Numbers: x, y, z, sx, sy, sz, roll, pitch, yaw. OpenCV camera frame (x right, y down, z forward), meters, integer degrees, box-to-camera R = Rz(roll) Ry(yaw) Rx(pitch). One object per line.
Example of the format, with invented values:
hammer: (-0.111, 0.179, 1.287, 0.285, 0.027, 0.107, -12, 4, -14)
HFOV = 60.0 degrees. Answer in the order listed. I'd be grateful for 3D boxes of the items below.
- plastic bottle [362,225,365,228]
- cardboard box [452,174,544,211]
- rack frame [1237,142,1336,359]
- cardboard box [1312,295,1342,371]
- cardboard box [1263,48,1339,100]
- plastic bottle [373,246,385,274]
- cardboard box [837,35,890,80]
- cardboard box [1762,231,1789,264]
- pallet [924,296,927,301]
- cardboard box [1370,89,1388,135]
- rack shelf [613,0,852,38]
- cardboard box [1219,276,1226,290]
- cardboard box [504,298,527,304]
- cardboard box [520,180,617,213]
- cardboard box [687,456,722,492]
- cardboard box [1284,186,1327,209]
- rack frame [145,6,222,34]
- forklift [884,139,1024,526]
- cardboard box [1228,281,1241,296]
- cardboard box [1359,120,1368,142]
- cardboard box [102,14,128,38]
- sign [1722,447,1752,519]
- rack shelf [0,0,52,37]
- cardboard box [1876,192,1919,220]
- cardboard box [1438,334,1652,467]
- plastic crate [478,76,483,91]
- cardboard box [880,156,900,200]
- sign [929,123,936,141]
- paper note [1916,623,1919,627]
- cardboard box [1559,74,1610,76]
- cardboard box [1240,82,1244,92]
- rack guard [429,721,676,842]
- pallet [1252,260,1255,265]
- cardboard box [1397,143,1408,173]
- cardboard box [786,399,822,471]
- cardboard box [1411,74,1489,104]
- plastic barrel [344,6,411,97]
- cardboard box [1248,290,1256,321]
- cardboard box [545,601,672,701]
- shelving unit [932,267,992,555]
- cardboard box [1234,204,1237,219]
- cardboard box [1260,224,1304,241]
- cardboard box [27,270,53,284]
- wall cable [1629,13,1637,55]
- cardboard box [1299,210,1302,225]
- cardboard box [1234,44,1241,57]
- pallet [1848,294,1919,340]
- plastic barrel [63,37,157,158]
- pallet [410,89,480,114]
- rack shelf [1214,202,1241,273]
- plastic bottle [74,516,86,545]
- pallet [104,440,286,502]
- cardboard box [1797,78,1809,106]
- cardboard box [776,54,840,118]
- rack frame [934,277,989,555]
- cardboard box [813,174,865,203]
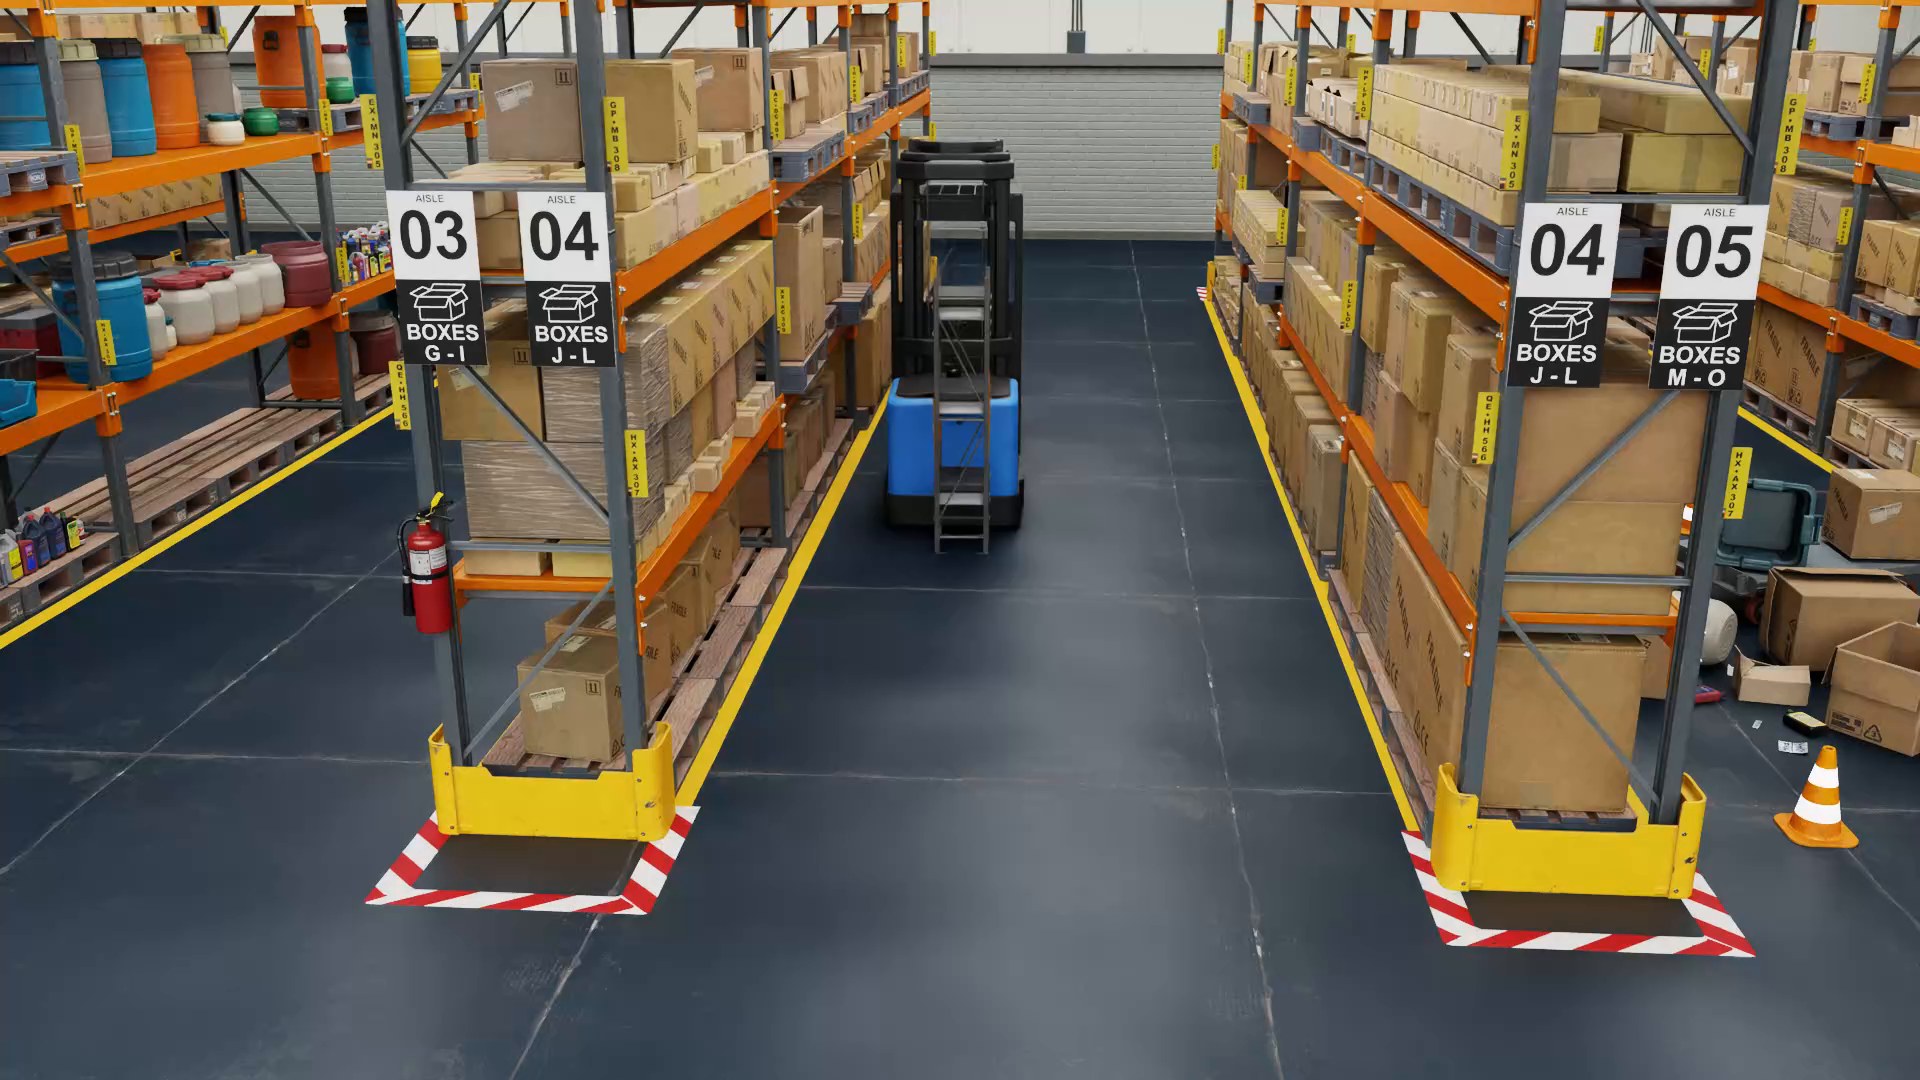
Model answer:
plastic bottle: (-6.659, -3.360, 18.548, 0.061, 0.283, 0.133, 1, 18, 4)
cardboard box: (-2.219, -1.674, 7.997, 0.380, 0.149, 0.250, 1, 18, 2)
rack frame: (3.736, -3.543, 18.920, 1.000, 3.000, 0.127, 1, 18, 4)
cardboard box: (3.006, -1.588, 12.792, 0.500, 0.500, 0.500, 1, 18, 4)
cardboard box: (3.495, -4.741, 16.916, 0.797, 0.503, 0.637, 1, 18, 3)
plastic bottle: (-5.972, -2.881, 17.087, 0.061, 0.283, 0.133, 1, 18, 4)
cardboard box: (-1.164, -5.817, 20.045, 0.700, 0.500, 0.500, 2, 18, 7)
cardboard box: (8.225, -2.863, 16.281, 0.500, 0.250, 0.500, 1, 18, 2)
pallet: (-0.986, -2.975, 21.662, 1.003, 0.211, 1.213, 1, 18, 4)
cardboard box: (2.849, -2.656, 10.321, 0.500, 0.250, 0.500, 1, 18, 4)
rack shelf: (-1.634, -4.141, 12.906, 1.077, 0.370, 4.000, 1, 18, 4)
cardboard box: (3.598, -3.376, 21.834, 0.380, 0.149, 0.250, 2, 18, 6)
cardboard box: (-2.202, -1.110, 9.248, 0.500, 0.500, 0.500, 1, 18, 4)
cardboard box: (-1.813, -1.582, 7.719, 0.380, 0.149, 0.250, 1, 18, 4)
cardboard box: (-1.601, -0.386, 9.687, 0.380, 0.149, 0.250, 1, 18, 4)
cardboard box: (4.023, -3.880, 19.310, 0.500, 0.500, 0.500, 1, 18, 3)
rack frame: (-10.797, -8.001, 22.889, 1.000, 3.000, 0.127, 1, 18, 4)
forklift: (-0.021, -1.911, 14.048, 1.130, 2.935, 3.031, 0, 18, 1)
cardboard box: (3.516, -3.110, 20.545, 0.380, 0.149, 0.250, 0, 18, 1)
cardboard box: (3.054, -2.883, 11.493, 0.500, 0.250, 0.500, 1, 18, 5)
cardboard box: (-10.880, -6.315, 20.795, 0.700, 0.500, 0.500, 1, 18, 4)
sign: (3.429, -0.251, 7.355, 0.100, 0.325, 0.005, 1, 18, 4)
rack shelf: (-6.861, -3.009, 9.452, 1.077, 0.370, 4.000, 1, 18, 4)
cardboard box: (8.674, -2.892, 15.166, 0.500, 0.500, 0.500, 1, 18, 2)
cardboard box: (2.889, -0.688, 8.231, 0.875, 0.550, 0.550, 1, 18, 4)
plastic crate: (-5.781, -5.539, 20.403, 0.497, 0.269, 0.590, 1, 18, 4)
cardboard box: (-0.914, -4.255, 19.650, 0.500, 0.500, 0.500, 1, 18, 4)
sign: (-0.376, -5.574, 22.877, 0.100, 0.325, 0.005, 1, 18, 4)
paper note: (6.368, 0.558, 11.172, 0.148, 0.019, 0.142, 1, 18, 4)
cardboard box: (3.364, -2.478, 9.139, 0.380, 0.149, 0.250, 1, 18, 3)
cardboard box: (3.550, -5.211, 19.432, 0.500, 0.250, 0.500, 1, 18, 4)
rack guard: (-2.058, 1.206, 8.440, 1.175, 0.500, 0.348, 1, 18, 4)
pallet: (3.551, -2.826, 17.037, 1.003, 0.211, 1.213, 1, 18, 4)
cardboard box: (2.727, -2.190, 9.541, 0.380, 0.149, 0.250, 1, 18, 3)
cardboard box: (-1.579, -0.907, 14.182, 0.700, 0.500, 0.500, 3, 18, 9)
cardboard box: (2.708, -2.490, 9.175, 0.380, 0.149, 0.250, 1, 18, 4)
plastic barrel: (-6.113, -5.126, 17.452, 0.600, 0.901, 0.708, 1, 18, 4)
cardboard box: (3.384, -2.522, 17.939, 0.500, 0.250, 0.500, 2, 18, 5)
cardboard box: (-1.994, 0.650, 9.463, 0.500, 0.500, 0.500, 6, 19, 18)
shelving unit: (0.017, -0.961, 12.485, 0.431, 2.100, 0.503, 0, 18, 1)
cardboard box: (3.249, -3.653, 18.505, 0.380, 0.149, 0.250, 2, 18, 5)
cardboard box: (3.048, -2.904, 15.743, 0.380, 0.149, 0.250, 1, 18, 3)
cardboard box: (-11.326, -3.112, 20.912, 0.500, 0.500, 0.500, 1, 18, 4)
wall cable: (9.845, -9.313, 26.892, 2.355, 3.000, 0.029, 1, 18, 4)
cardboard box: (3.867, -3.478, 17.972, 0.380, 0.149, 0.250, 2, 18, 6)
cardboard box: (3.599, -6.072, 20.618, 0.380, 0.149, 0.250, 2, 18, 6)
pallet: (8.449, -1.907, 14.234, 1.213, 0.211, 1.003, 1, 18, 4)
plastic barrel: (-6.803, -3.544, 13.299, 0.600, 0.901, 0.708, 1, 18, 4)
pallet: (-6.102, -4.886, 18.503, 1.213, 0.211, 1.003, 1, 18, 4)
rack shelf: (3.880, -3.823, 20.927, 1.077, 0.370, 4.000, 1, 18, 4)
plastic bottle: (-6.432, -0.071, 12.110, 0.097, 0.201, 0.097, 0, 18, 0)
pallet: (-6.615, -0.611, 14.449, 1.003, 0.211, 1.213, 1, 18, 4)
cardboard box: (8.144, -4.219, 15.704, 0.396, 0.266, 0.258, 1, 18, 3)
cardboard box: (-1.301, -3.840, 14.045, 0.500, 0.500, 0.500, 1, 18, 4)
rack frame: (0.011, -0.885, 12.253, 0.400, 2.100, 0.015, 0, 18, 1)
cardboard box: (-1.372, -3.396, 16.699, 0.797, 0.503, 0.637, 2, 18, 5)
